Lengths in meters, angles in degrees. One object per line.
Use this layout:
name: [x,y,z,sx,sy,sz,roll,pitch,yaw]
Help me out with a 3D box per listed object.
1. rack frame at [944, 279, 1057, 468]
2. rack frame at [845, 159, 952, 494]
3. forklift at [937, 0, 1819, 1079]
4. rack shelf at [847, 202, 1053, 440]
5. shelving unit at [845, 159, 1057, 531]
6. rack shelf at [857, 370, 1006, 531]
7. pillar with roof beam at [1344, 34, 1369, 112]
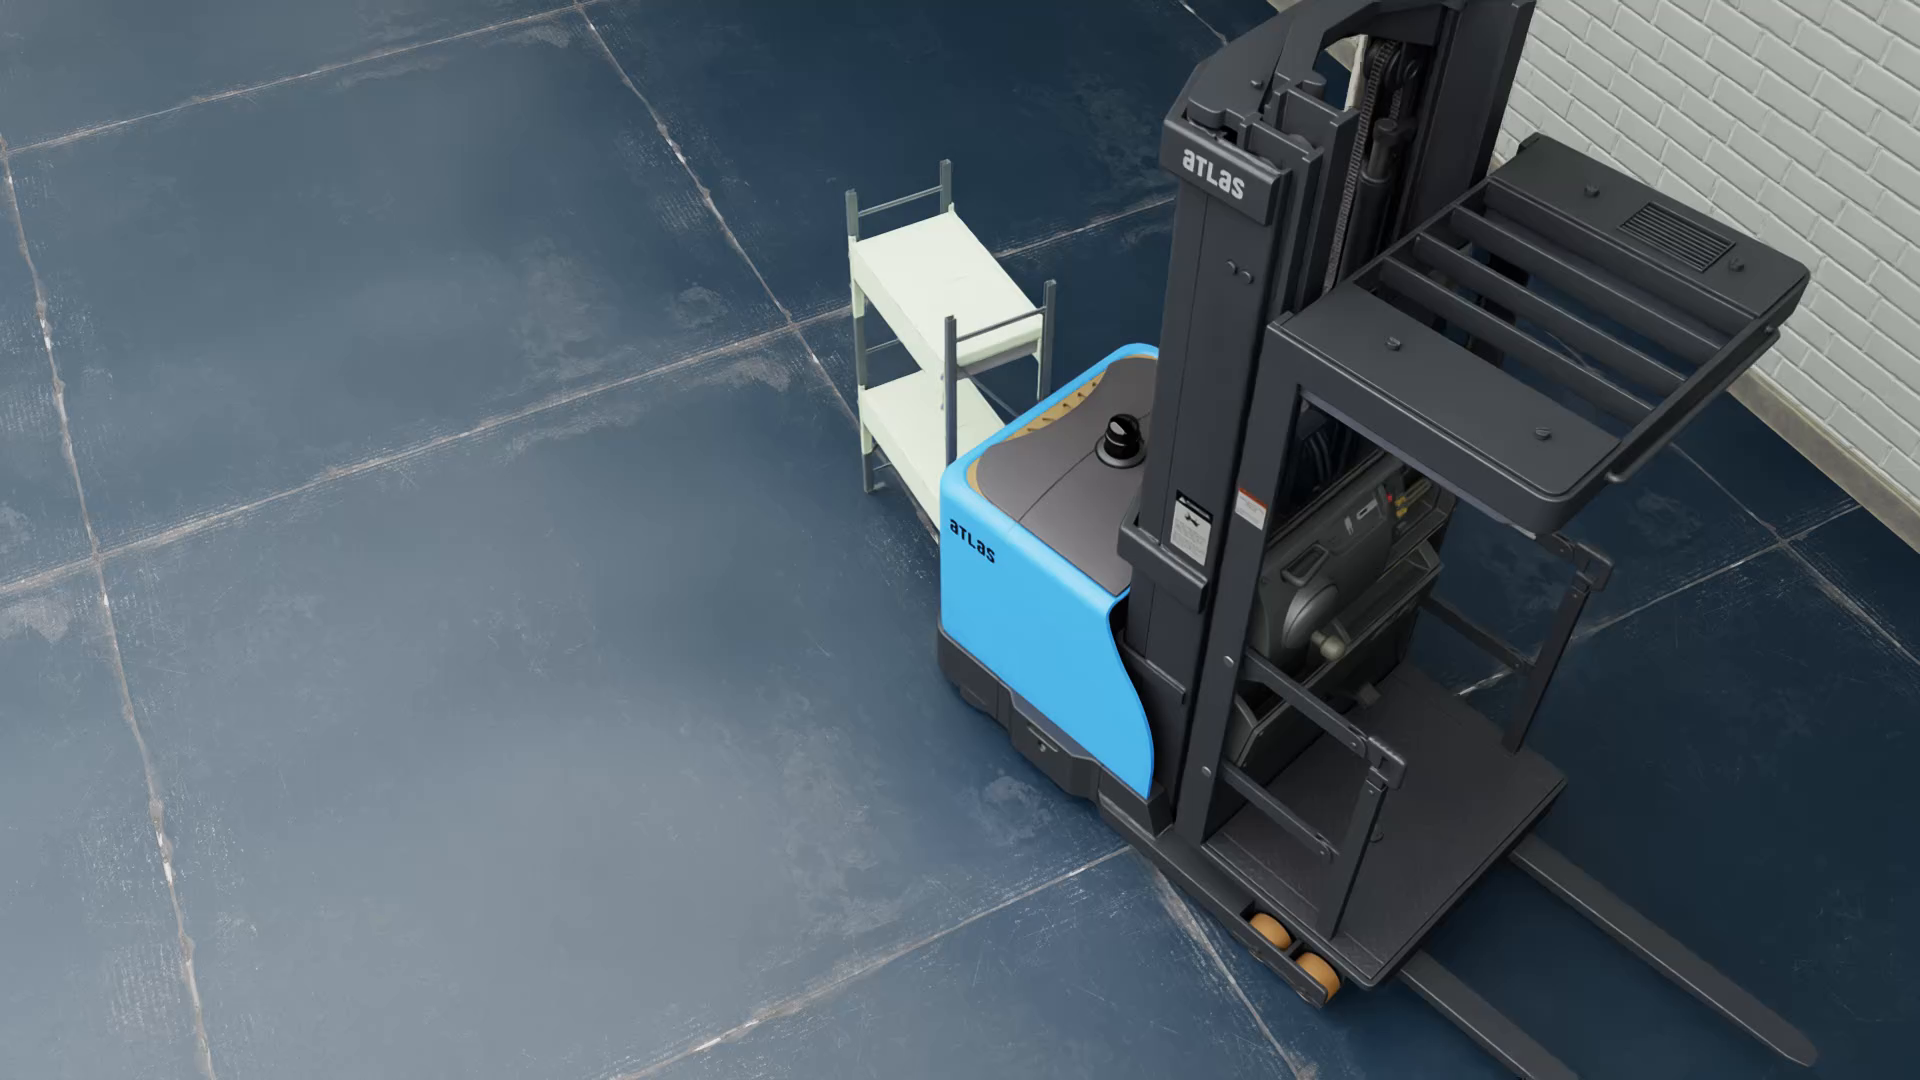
rack frame: [0.131,-0.274,5.886,0.400,1.500,0.023,-22,52,-18]
rack frame: [-0.212,-0.761,6.312,0.400,1.500,0.023,-22,52,-18]
forklift: [1.297,0.077,4.628,1.130,2.935,3.031,-36,58,-27]
rack shelf: [-0.040,-0.774,5.805,0.431,0.370,0.720,-22,52,-18]
shelving unit: [-0.040,-0.517,6.099,0.431,1.500,0.755,-22,52,-18]
rack shelf: [-0.040,-0.303,6.344,0.431,0.370,0.720,-22,52,-18]
pillar with roof beam: [-1.635,-3.588,3.803,9.100,9.000,0.400,-21,52,-18]
